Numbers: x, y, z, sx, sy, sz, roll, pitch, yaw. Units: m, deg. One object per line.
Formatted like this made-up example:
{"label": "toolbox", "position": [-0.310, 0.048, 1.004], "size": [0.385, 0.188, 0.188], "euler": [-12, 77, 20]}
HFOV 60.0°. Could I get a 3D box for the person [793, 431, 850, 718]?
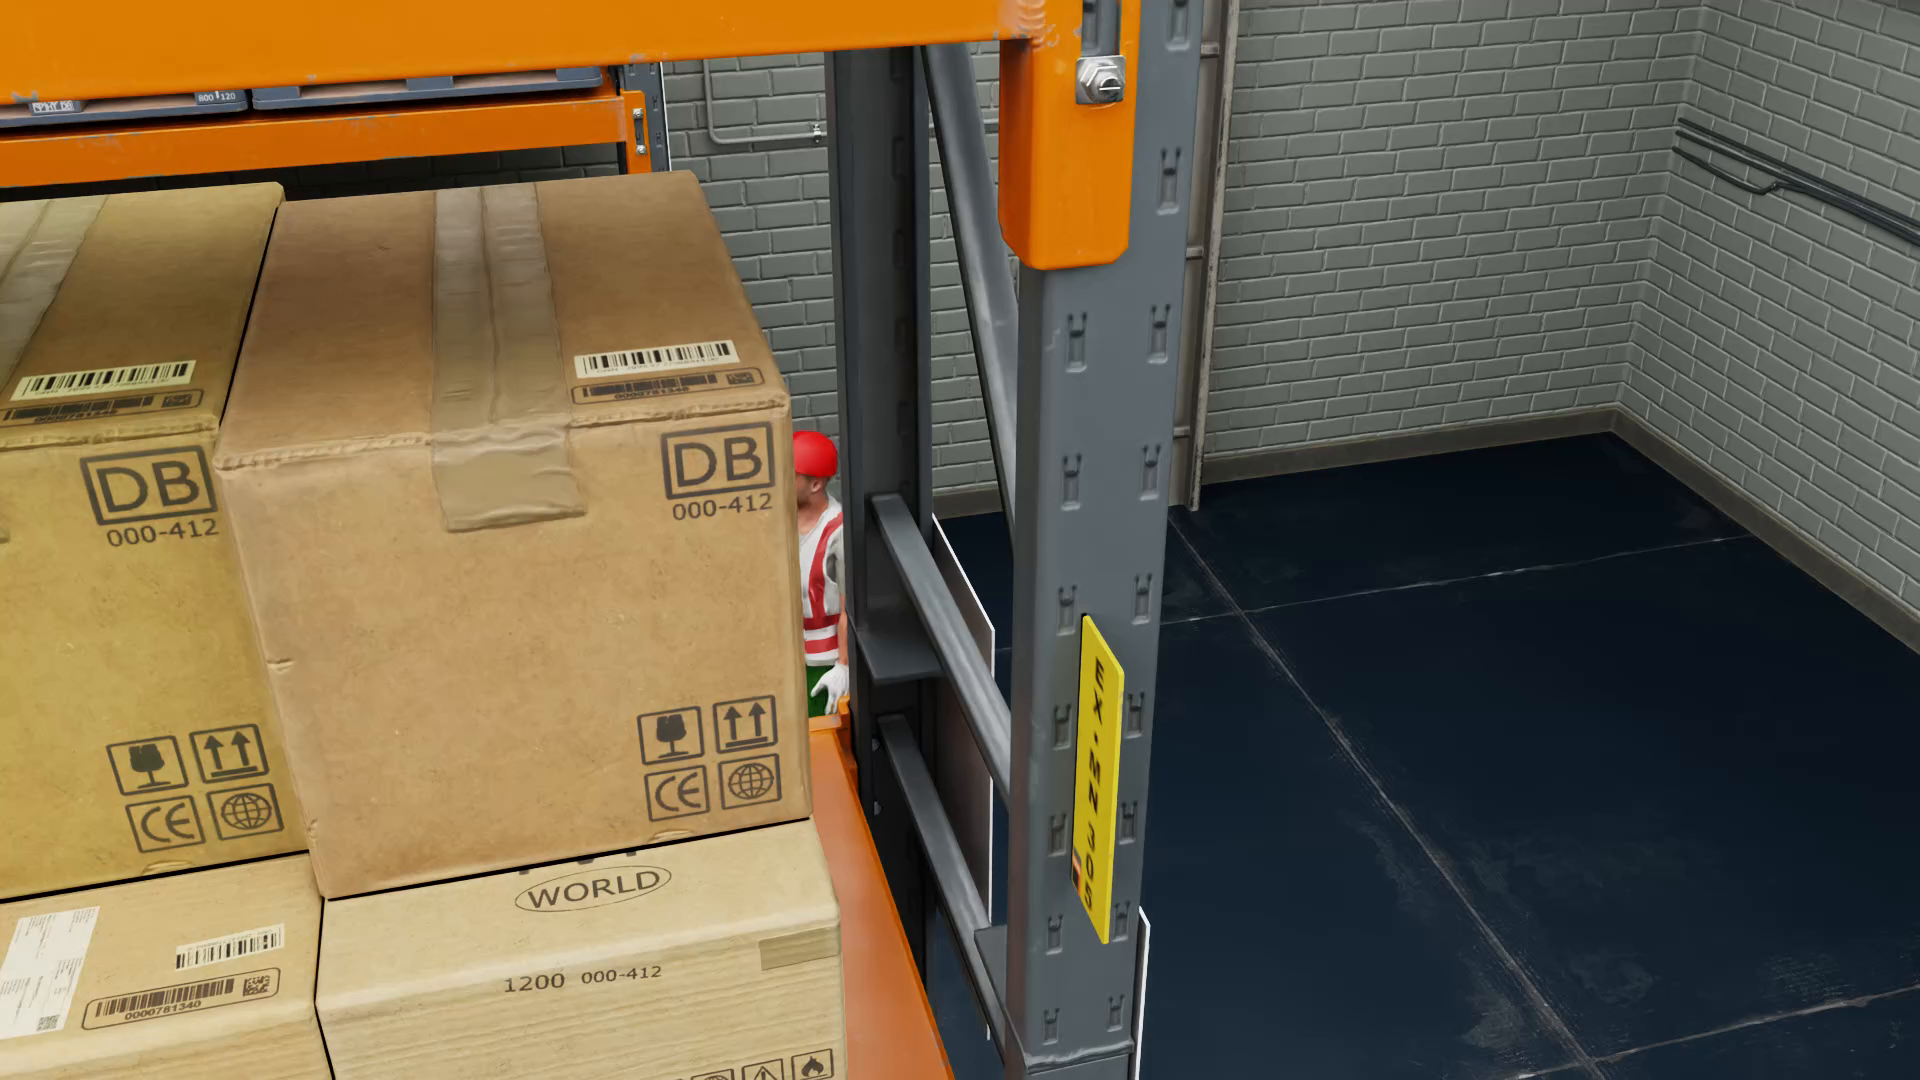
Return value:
{"label": "person", "position": [-0.599, 0.415, 6.347], "size": [0.549, 1.785, 0.469], "euler": [17, 34, 27]}
